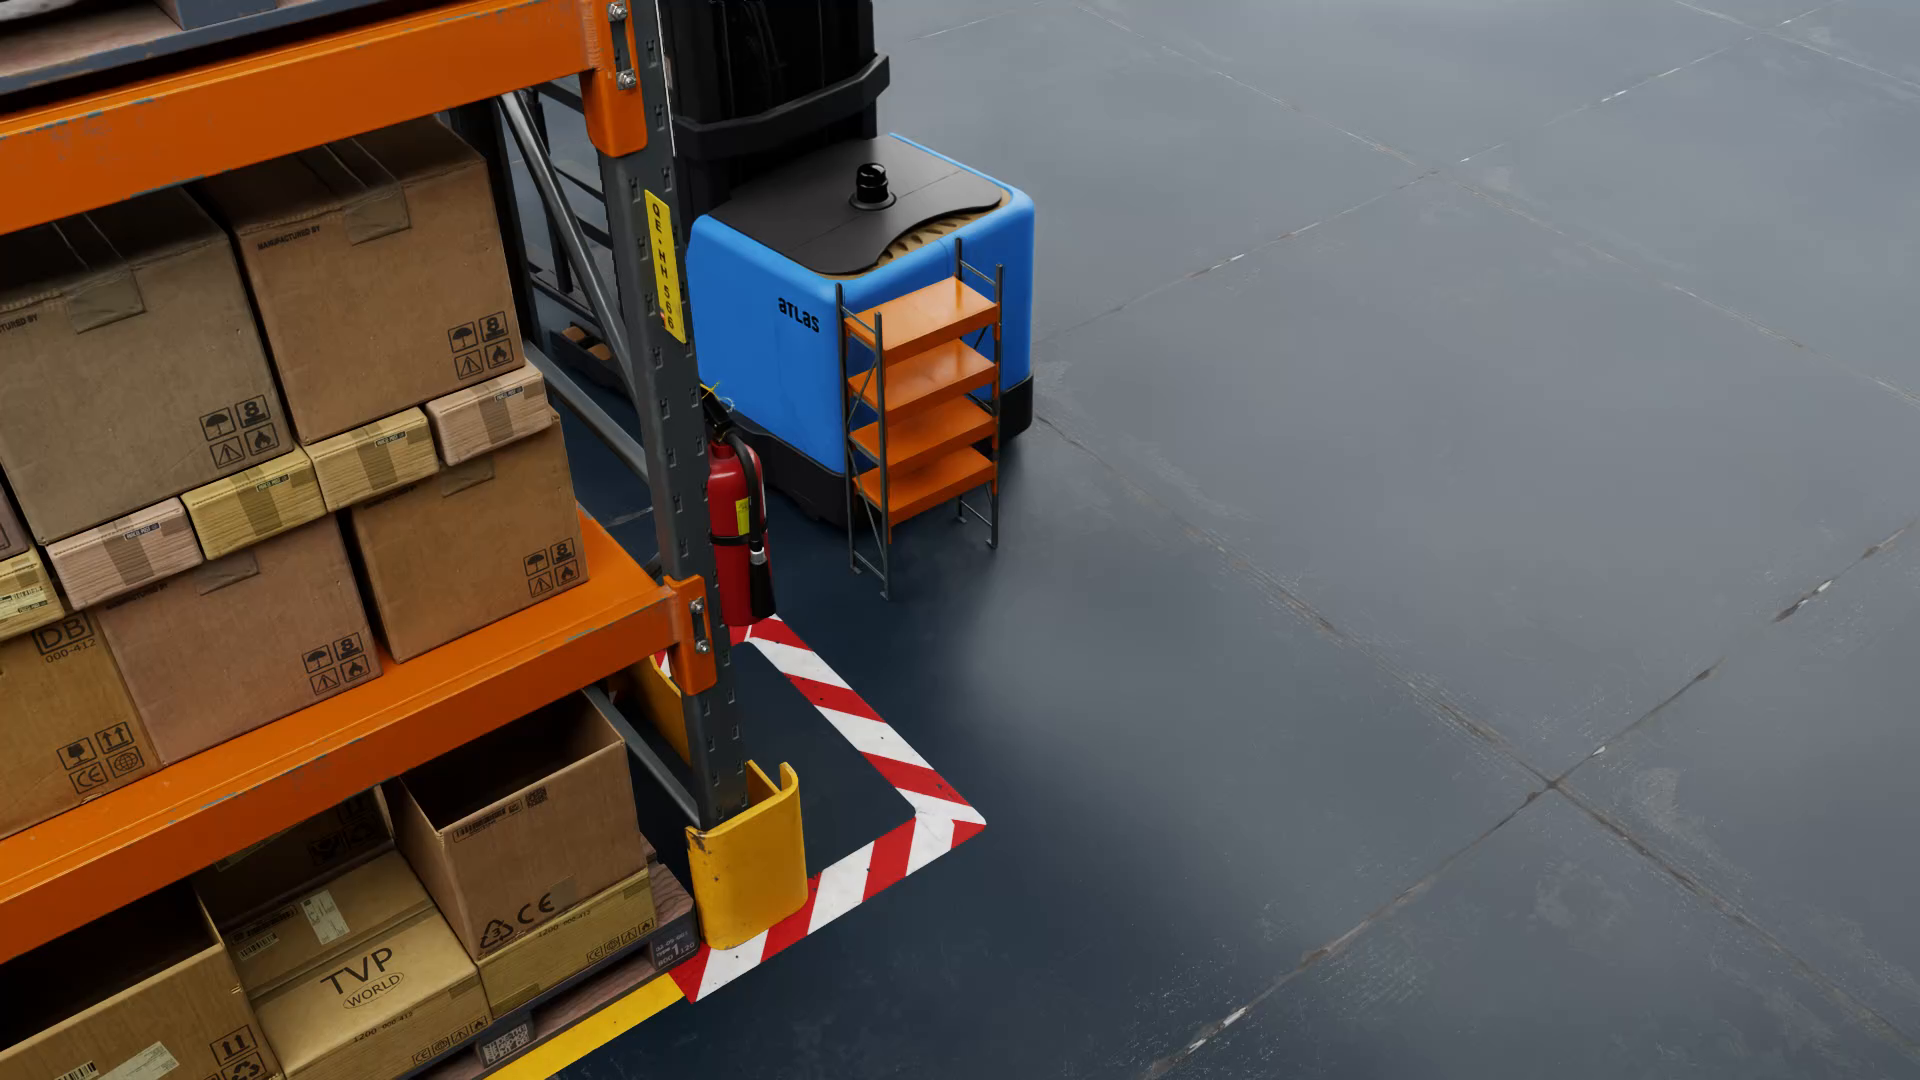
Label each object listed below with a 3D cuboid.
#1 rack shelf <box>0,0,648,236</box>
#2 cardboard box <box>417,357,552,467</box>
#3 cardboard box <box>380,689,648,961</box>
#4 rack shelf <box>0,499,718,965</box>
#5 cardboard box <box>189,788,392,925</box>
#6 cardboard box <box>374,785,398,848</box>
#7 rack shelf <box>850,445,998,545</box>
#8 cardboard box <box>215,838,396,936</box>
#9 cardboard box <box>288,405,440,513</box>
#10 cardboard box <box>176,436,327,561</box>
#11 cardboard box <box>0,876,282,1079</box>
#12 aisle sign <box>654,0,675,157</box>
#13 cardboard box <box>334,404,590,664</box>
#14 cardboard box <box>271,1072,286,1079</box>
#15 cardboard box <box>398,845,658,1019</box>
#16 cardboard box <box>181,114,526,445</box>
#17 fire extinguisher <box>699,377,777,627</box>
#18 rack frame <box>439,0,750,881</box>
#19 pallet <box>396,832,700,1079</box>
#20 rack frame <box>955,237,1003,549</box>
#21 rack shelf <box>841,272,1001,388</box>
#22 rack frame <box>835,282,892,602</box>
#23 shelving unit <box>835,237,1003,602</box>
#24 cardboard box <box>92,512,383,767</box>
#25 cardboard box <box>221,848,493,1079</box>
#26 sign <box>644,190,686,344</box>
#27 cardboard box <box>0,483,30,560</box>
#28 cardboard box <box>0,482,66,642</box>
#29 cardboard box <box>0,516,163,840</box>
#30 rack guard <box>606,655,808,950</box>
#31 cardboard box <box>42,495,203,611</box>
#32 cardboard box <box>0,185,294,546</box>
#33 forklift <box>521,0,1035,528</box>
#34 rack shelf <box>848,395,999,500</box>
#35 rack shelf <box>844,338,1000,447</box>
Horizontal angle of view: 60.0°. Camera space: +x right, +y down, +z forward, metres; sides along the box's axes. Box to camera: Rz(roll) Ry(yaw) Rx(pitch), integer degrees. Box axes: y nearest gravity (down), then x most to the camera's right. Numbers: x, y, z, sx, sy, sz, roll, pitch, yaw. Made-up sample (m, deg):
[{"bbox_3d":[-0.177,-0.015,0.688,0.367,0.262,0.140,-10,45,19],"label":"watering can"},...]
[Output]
[{"bbox_3d":[-2.523,-0.417,2.595,4.000,0.370,1.077,-26,46,-28],"label":"rack shelf"},{"bbox_3d":[-1.124,-0.354,3.726,0.250,0.149,0.380,-27,46,-29],"label":"cardboard box"},{"bbox_3d":[-1.181,0.660,4.326,0.500,0.500,0.500,-26,46,-28],"label":"cardboard box"},{"bbox_3d":[-2.523,0.743,3.546,4.000,0.370,1.077,-26,46,-28],"label":"rack shelf"},{"bbox_3d":[-1.893,0.592,4.408,0.500,0.500,0.500,-26,46,-28],"label":"cardboard box"},{"bbox_3d":[-1.498,0.688,4.883,0.500,0.250,0.500,-26,46,-28],"label":"cardboard box"},{"bbox_3d":[-0.131,-0.194,5.960,0.480,0.148,0.258,-26,46,-28],"label":"rack shelf"},{"bbox_3d":[-1.892,0.883,4.645,0.500,0.250,0.500,-26,46,-28],"label":"cardboard box"},{"bbox_3d":[-1.331,-0.252,3.602,0.250,0.149,0.380,-25,45,-27],"label":"cardboard box"},{"bbox_3d":[-1.533,-0.153,3.481,0.250,0.149,0.380,-27,46,-29],"label":"cardboard box"},{"bbox_3d":[-1.965,1.054,3.846,0.500,0.500,0.500,-26,46,-28],"label":"cardboard box"},{"bbox_3d":[-0.706,-1.191,3.287,0.004,0.787,0.394,-26,46,-28],"label":"aisle sign"},{"bbox_3d":[-1.315,-0.173,4.017,0.500,0.500,0.700,-26,46,-28],"label":"cardboard box"},{"bbox_3d":[-1.967,1.342,4.086,0.500,0.250,0.500,-26,46,-28],"label":"cardboard box"},{"bbox_3d":[-1.182,0.949,4.565,0.500,0.250,0.500,-26,46,-28],"label":"cardboard box"},{"bbox_3d":[-1.357,-0.654,3.580,0.500,0.500,0.700,-26,46,-28],"label":"cardboard box"},{"bbox_3d":[-0.560,-0.090,4.056,0.183,0.674,0.296,-26,46,-28],"label":"fire extinguisher"},{"bbox_3d":[-0.937,-0.308,4.260,0.127,3.000,1.000,-26,46,-28],"label":"rack frame"},{"bbox_3d":[-1.518,1.087,4.759,1.213,0.211,1.003,-26,46,-28],"label":"pallet"},{"bbox_3d":[0.062,-0.494,5.906,0.015,1.200,0.240,-26,46,-28],"label":"rack frame"},{"bbox_3d":[-0.131,-0.704,5.542,0.480,0.148,0.258,-26,46,-28],"label":"rack shelf"},{"bbox_3d":[-0.325,-0.306,5.677,0.015,1.200,0.240,-26,46,-28],"label":"rack frame"},{"bbox_3d":[-0.131,-0.400,5.791,0.503,1.200,0.258,-26,46,-28],"label":"shelving unit"},{"bbox_3d":[-1.729,0.033,3.766,0.500,0.500,0.700,-25,45,-27],"label":"cardboard box"},{"bbox_3d":[-1.571,1.148,4.323,0.500,0.250,0.500,-26,46,-28],"label":"cardboard box"},{"bbox_3d":[-0.618,-0.569,3.479,0.005,0.325,0.100,-26,46,-28],"label":"sign"},{"bbox_3d":[-2.170,-0.253,3.091,0.500,0.500,0.700,-26,46,-28],"label":"cardboard box"},{"bbox_3d":[-1.942,0.045,3.240,0.250,0.149,0.380,-25,45,-27],"label":"cardboard box"},{"bbox_3d":[-2.126,0.222,3.536,0.500,0.500,0.700,-26,46,-28],"label":"cardboard box"},{"bbox_3d":[-0.918,0.649,5.065,0.348,0.500,1.175,-26,46,-28],"label":"rack guard"},{"bbox_3d":[-1.734,-0.057,3.364,0.250,0.149,0.380,-25,46,-28],"label":"cardboard box"},{"bbox_3d":[-1.771,-0.448,3.329,0.500,0.500,0.700,-27,47,-29],"label":"cardboard box"},{"bbox_3d":[-1.110,-2.004,6.382,3.031,2.935,1.130,32,49,33],"label":"forklift"},{"bbox_3d":[-0.131,-0.348,5.834,0.480,0.148,0.258,-26,46,-28],"label":"rack shelf"},{"bbox_3d":[-0.131,-0.521,5.692,0.480,0.148,0.258,-26,46,-28],"label":"rack shelf"}]
